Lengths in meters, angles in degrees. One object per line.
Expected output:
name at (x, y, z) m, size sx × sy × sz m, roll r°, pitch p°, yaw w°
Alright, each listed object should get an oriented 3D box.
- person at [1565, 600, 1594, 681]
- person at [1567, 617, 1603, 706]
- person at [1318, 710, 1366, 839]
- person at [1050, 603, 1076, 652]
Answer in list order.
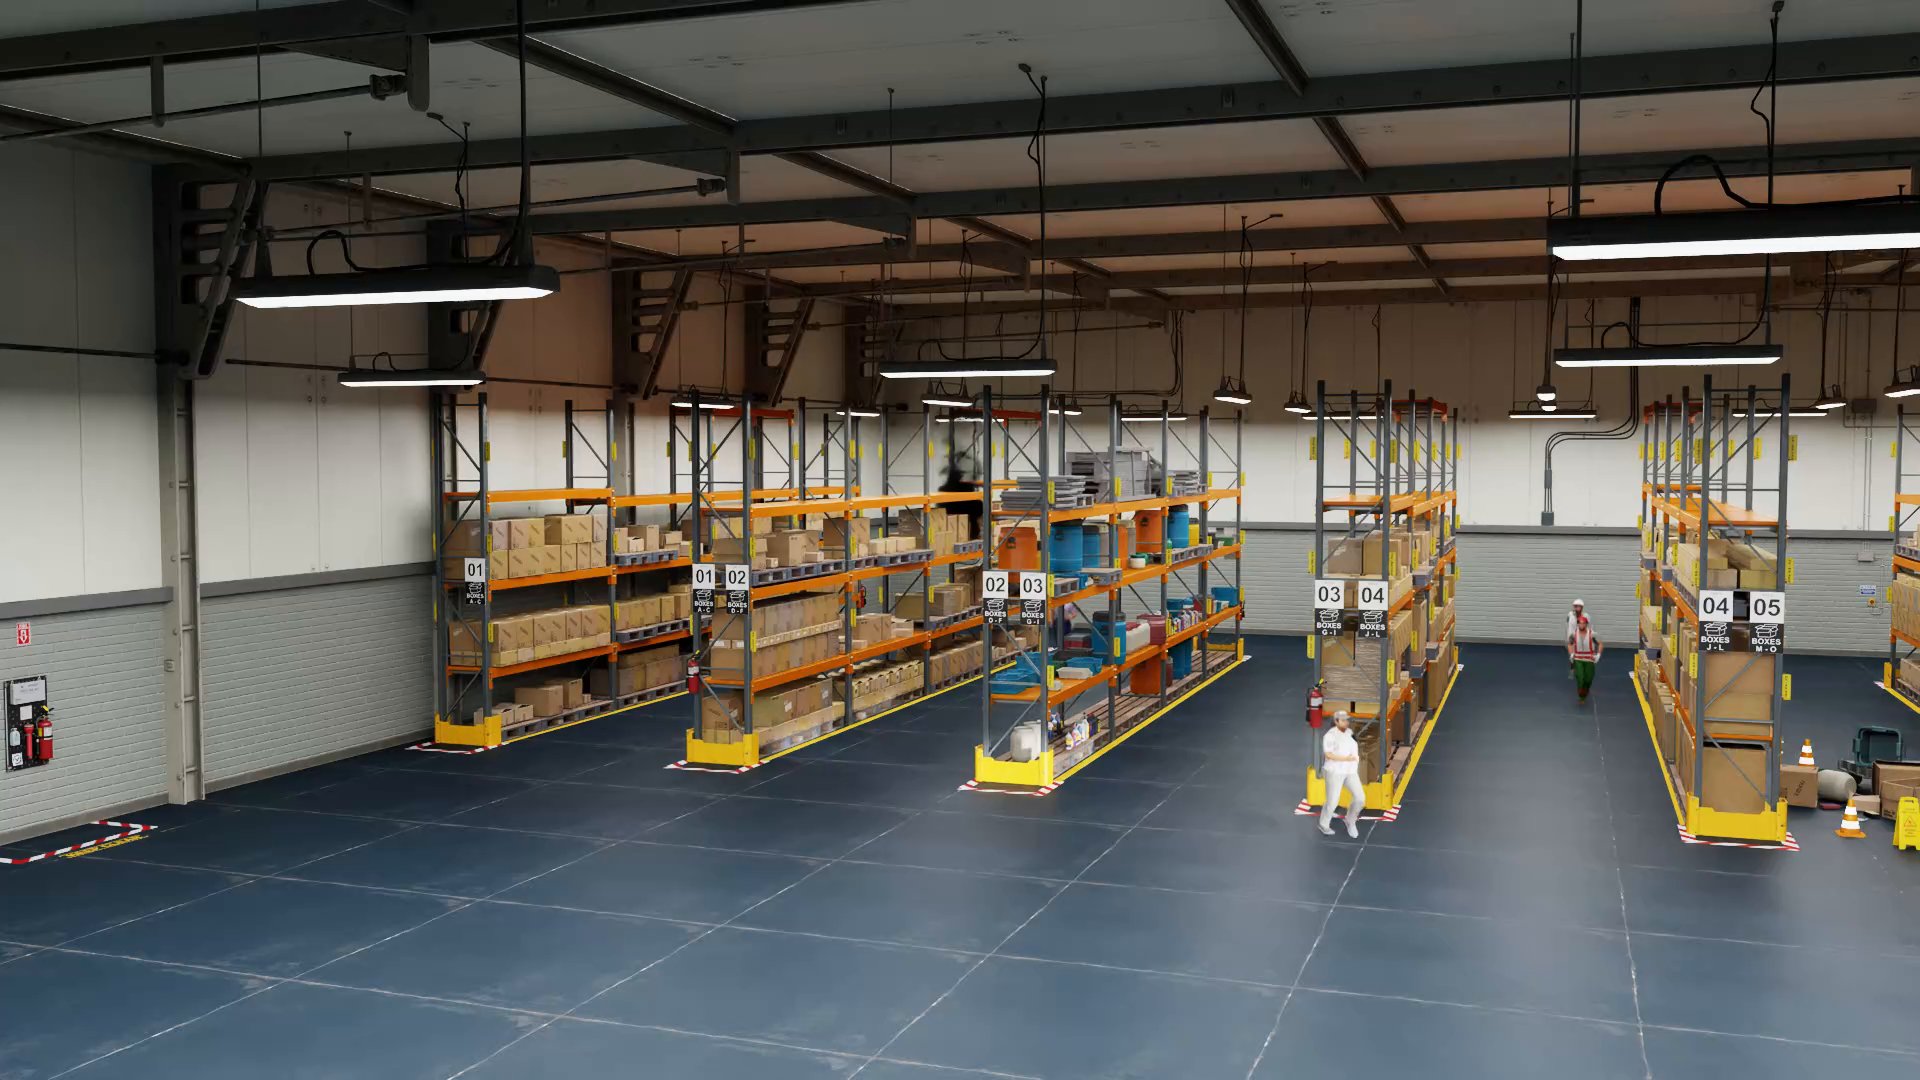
person at (13.556, 2.191, 36.435) m, size 0.618 × 1.788 × 0.820 m, roll 1°, pitch 3°, yaw 24°
person at (12.338, 2.382, 32.842) m, size 0.665 × 1.763 × 0.638 m, roll 2°, pitch 3°, yaw 26°
person at (4.963, 3.034, 21.521) m, size 0.598 × 1.673 × 0.680 m, roll -1°, pitch 3°, yaw -21°
person at (2.276, 1.939, 37.032) m, size 0.609 × 1.639 × 0.653 m, roll 1°, pitch 3°, yaw 12°
